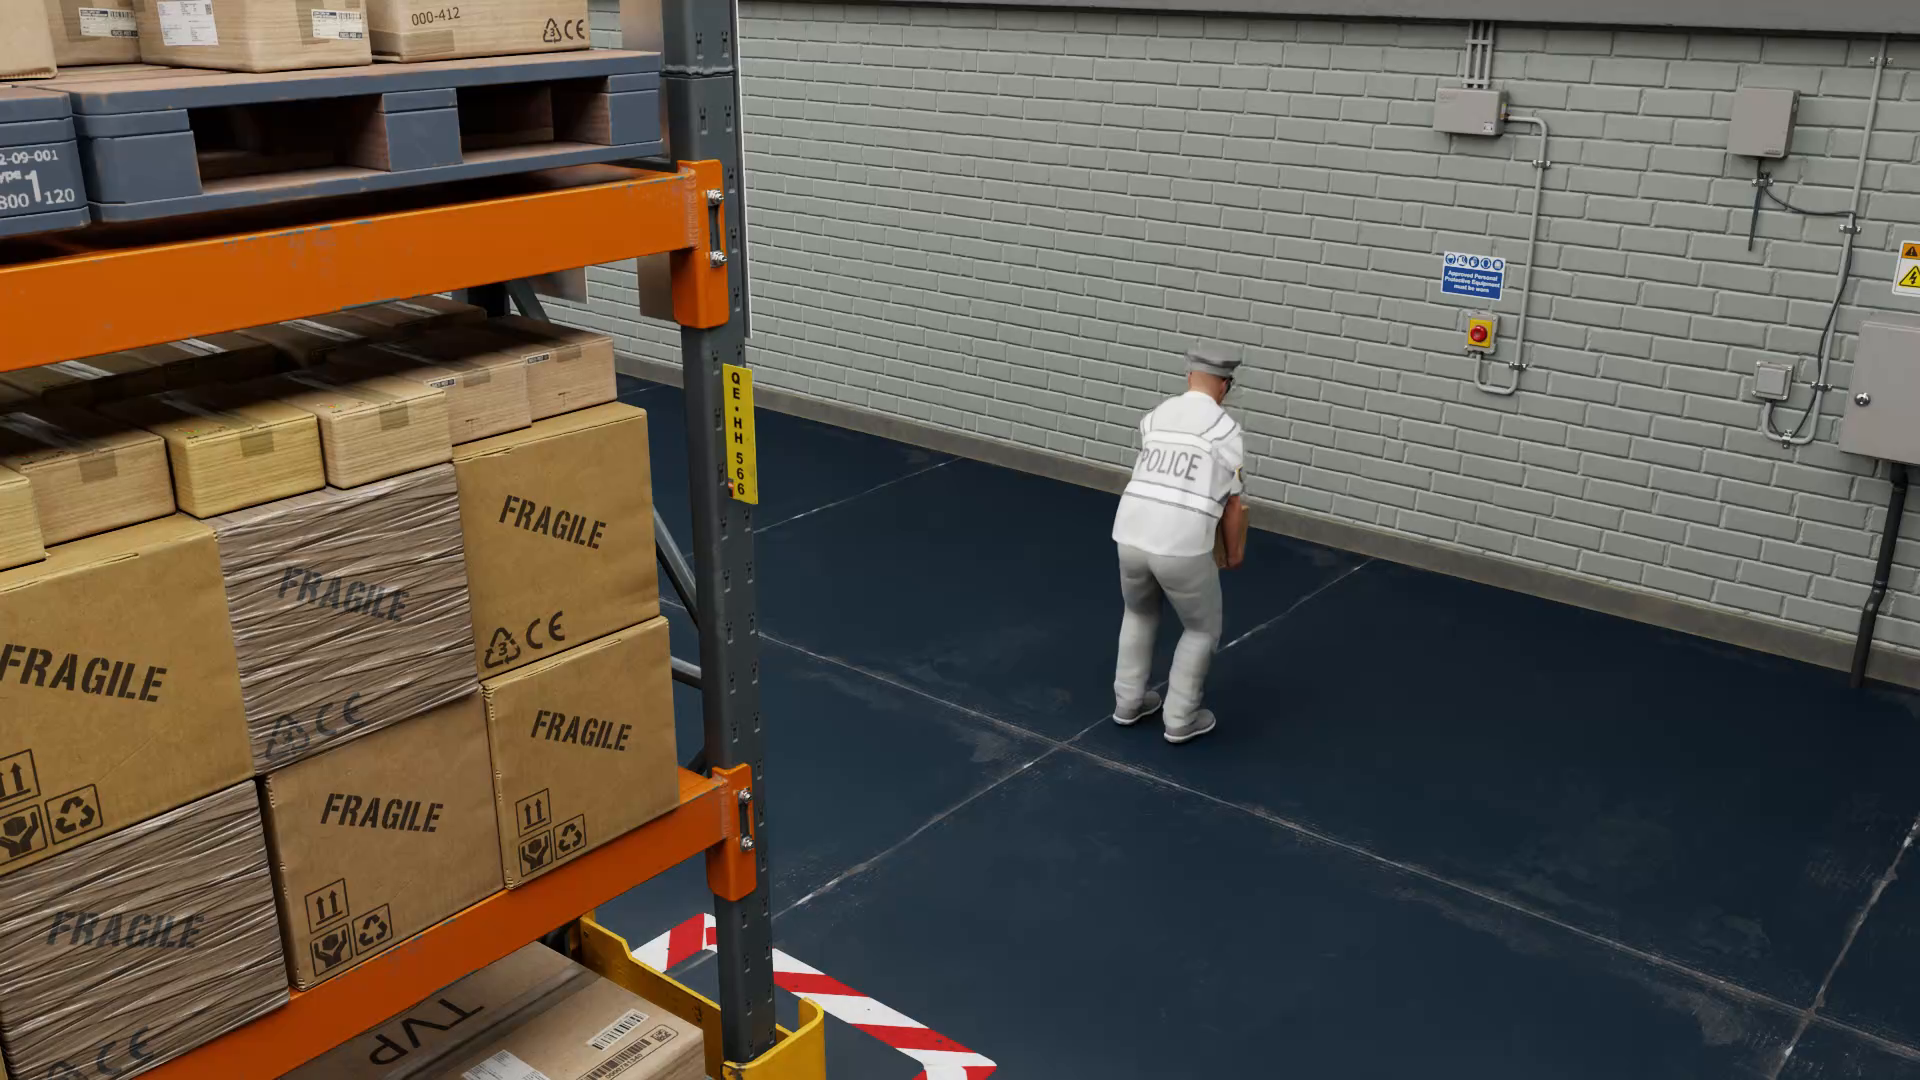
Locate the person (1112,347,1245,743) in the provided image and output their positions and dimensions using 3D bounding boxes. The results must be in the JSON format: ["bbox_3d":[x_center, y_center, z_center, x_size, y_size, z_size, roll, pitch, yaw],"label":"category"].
[{"bbox_3d":[0.947,0.019,7.175,0.474,1.650,0.686,15,25,35],"label":"person"}]
